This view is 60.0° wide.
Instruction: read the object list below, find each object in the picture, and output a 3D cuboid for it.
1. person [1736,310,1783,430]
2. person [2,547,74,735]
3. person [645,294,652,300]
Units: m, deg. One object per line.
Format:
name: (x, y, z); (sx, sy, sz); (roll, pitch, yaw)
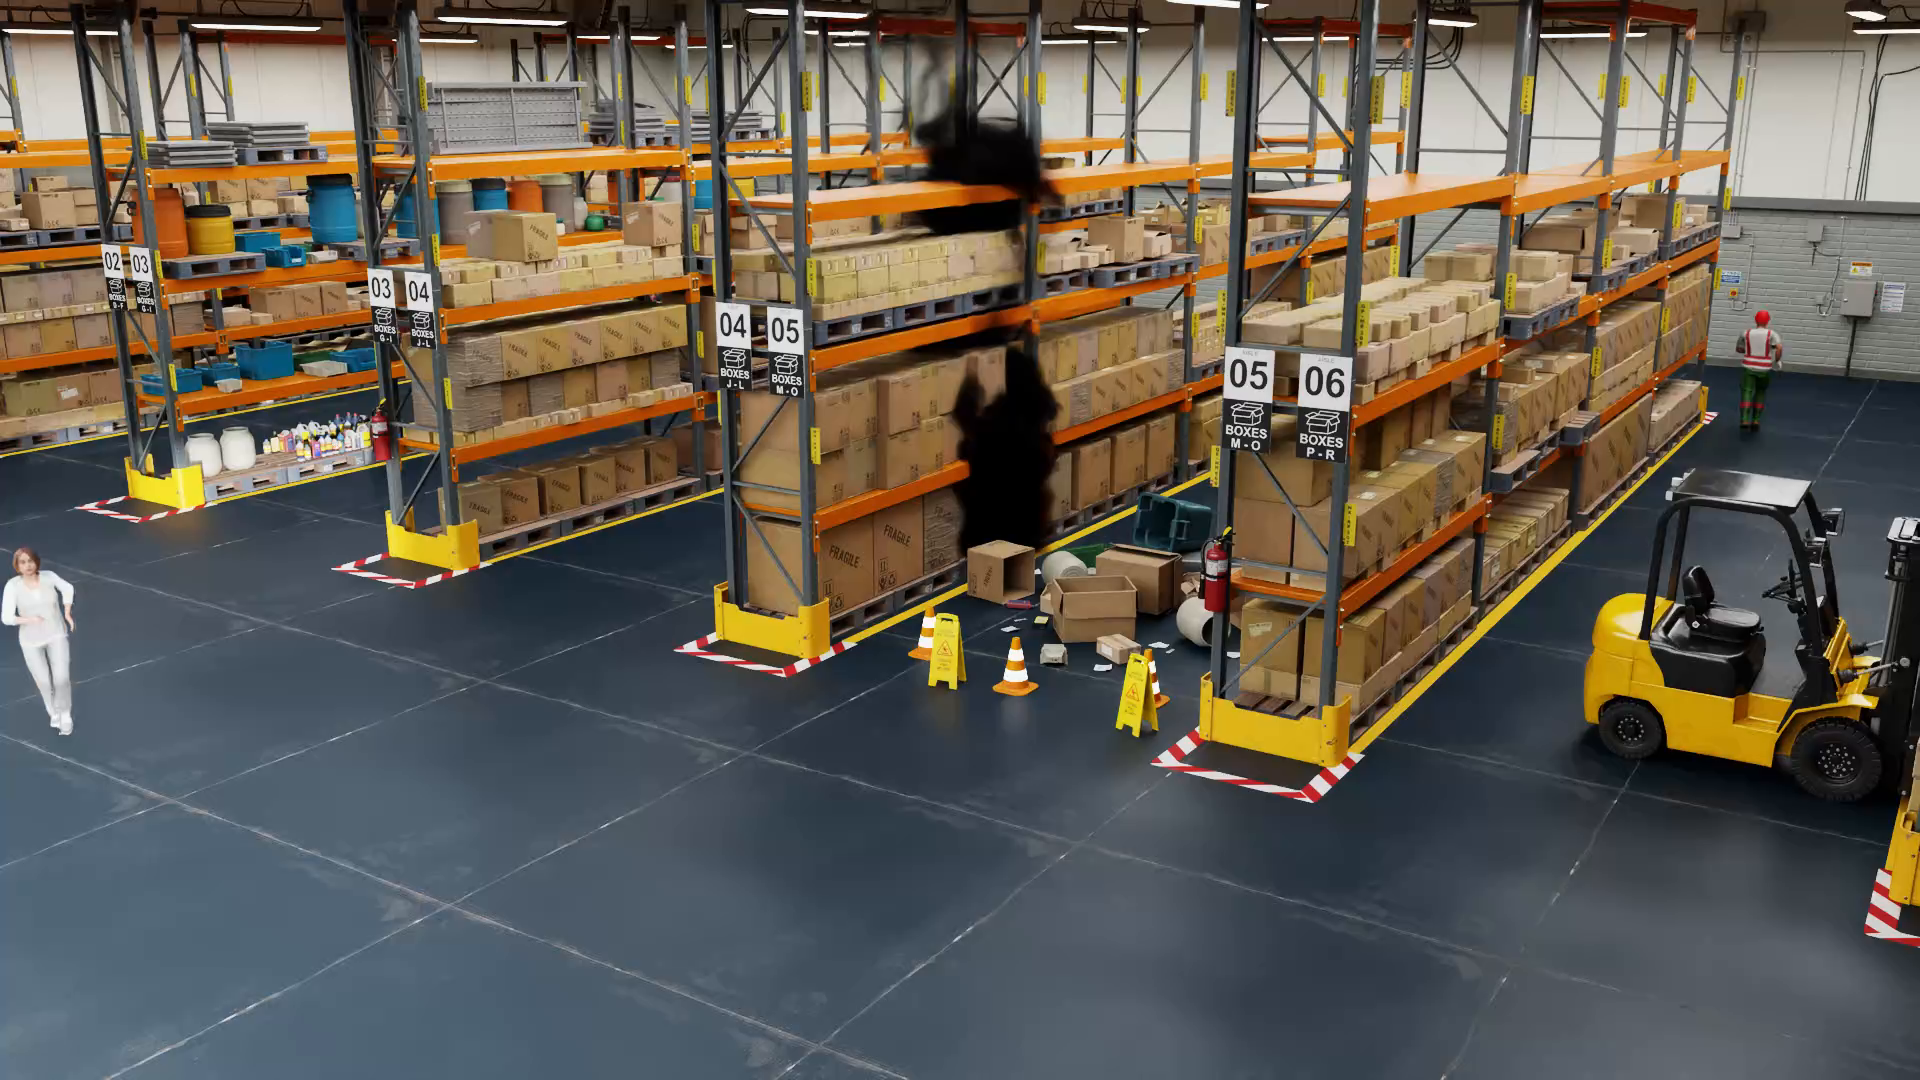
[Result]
person: (11.924, -2.530, 24.882); (0.652, 1.818, 0.862); (7, 17, 24)
person: (-7.332, 0.816, 13.302); (0.510, 1.578, 0.630); (-8, 17, -26)
person: (-6.175, -4.352, 31.727); (0.677, 1.695, 0.597); (8, 17, 25)
